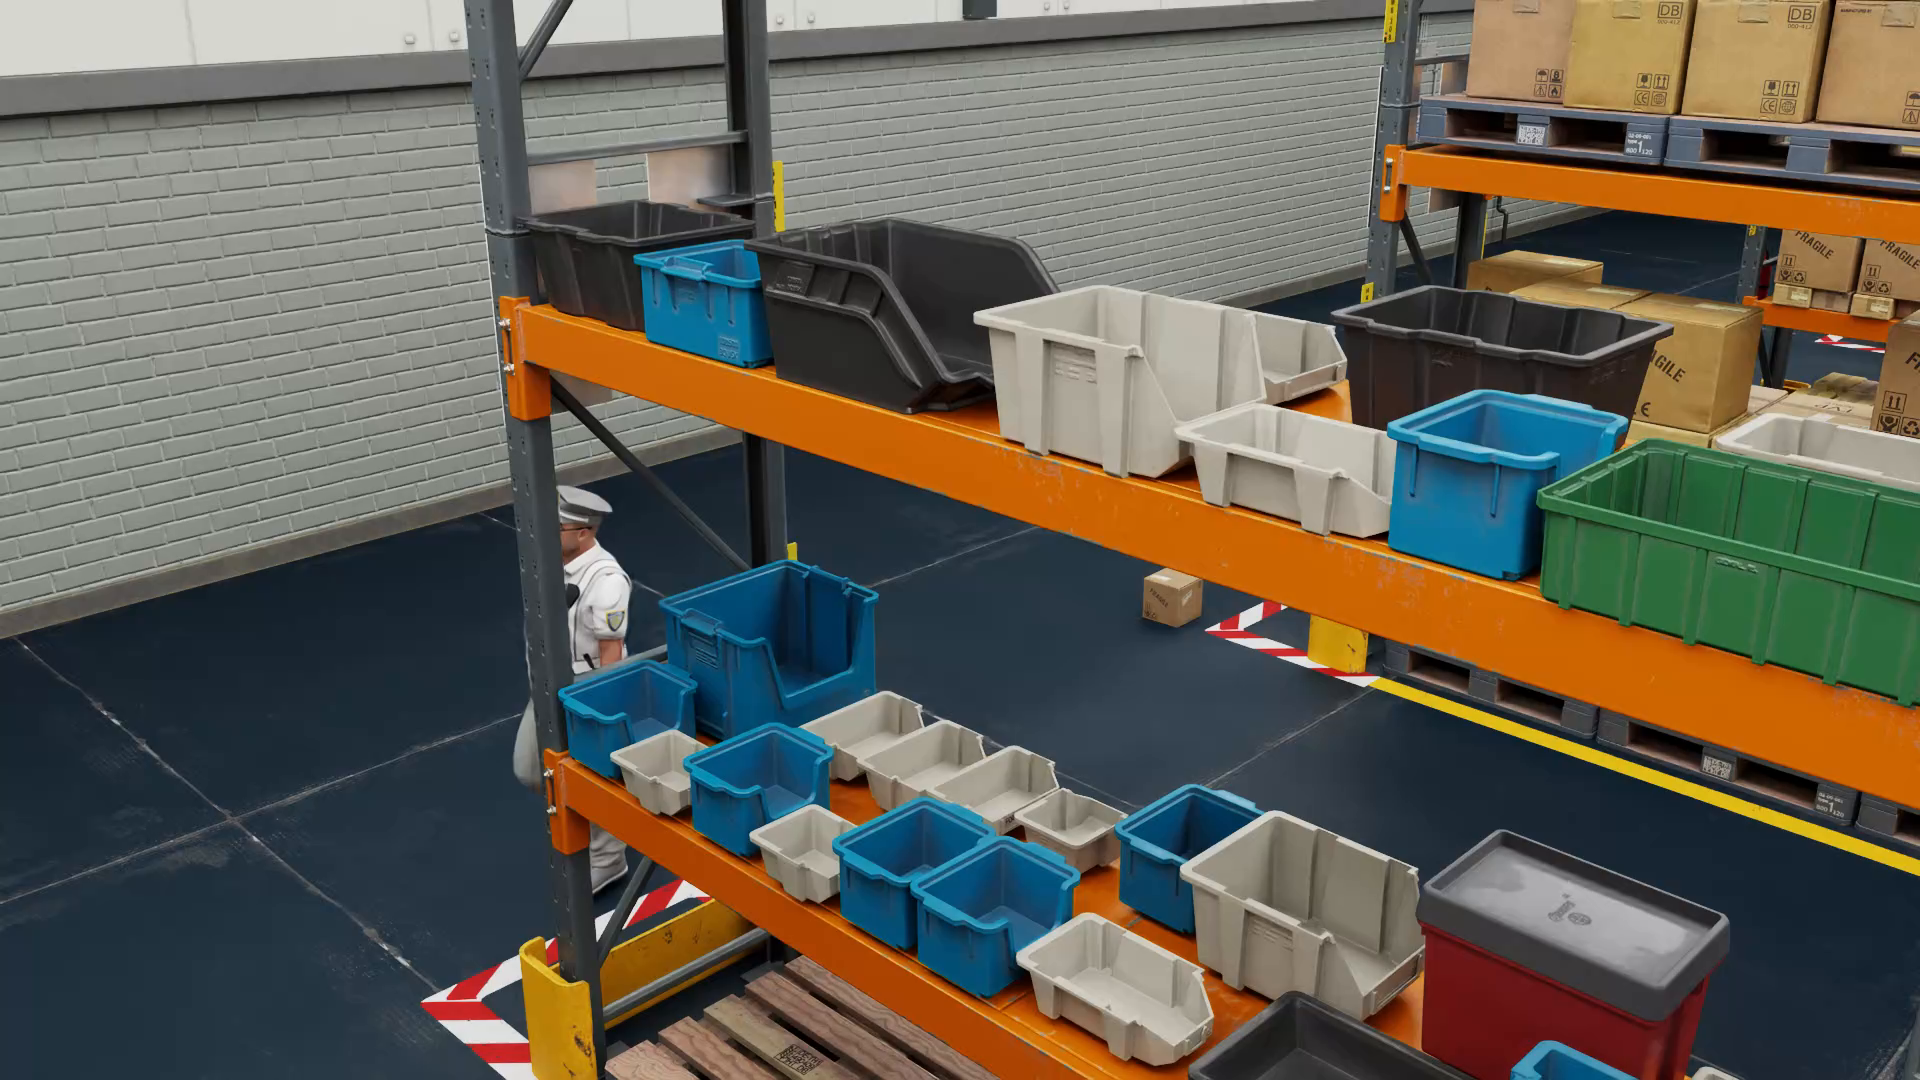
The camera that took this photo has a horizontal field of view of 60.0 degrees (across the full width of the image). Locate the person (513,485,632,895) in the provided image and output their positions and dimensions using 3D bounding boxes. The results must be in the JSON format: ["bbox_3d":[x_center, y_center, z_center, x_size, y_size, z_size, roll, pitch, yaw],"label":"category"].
[{"bbox_3d":[-1.555,0.620,6.829,0.487,1.777,0.534,-19,28,-41],"label":"person"}]
